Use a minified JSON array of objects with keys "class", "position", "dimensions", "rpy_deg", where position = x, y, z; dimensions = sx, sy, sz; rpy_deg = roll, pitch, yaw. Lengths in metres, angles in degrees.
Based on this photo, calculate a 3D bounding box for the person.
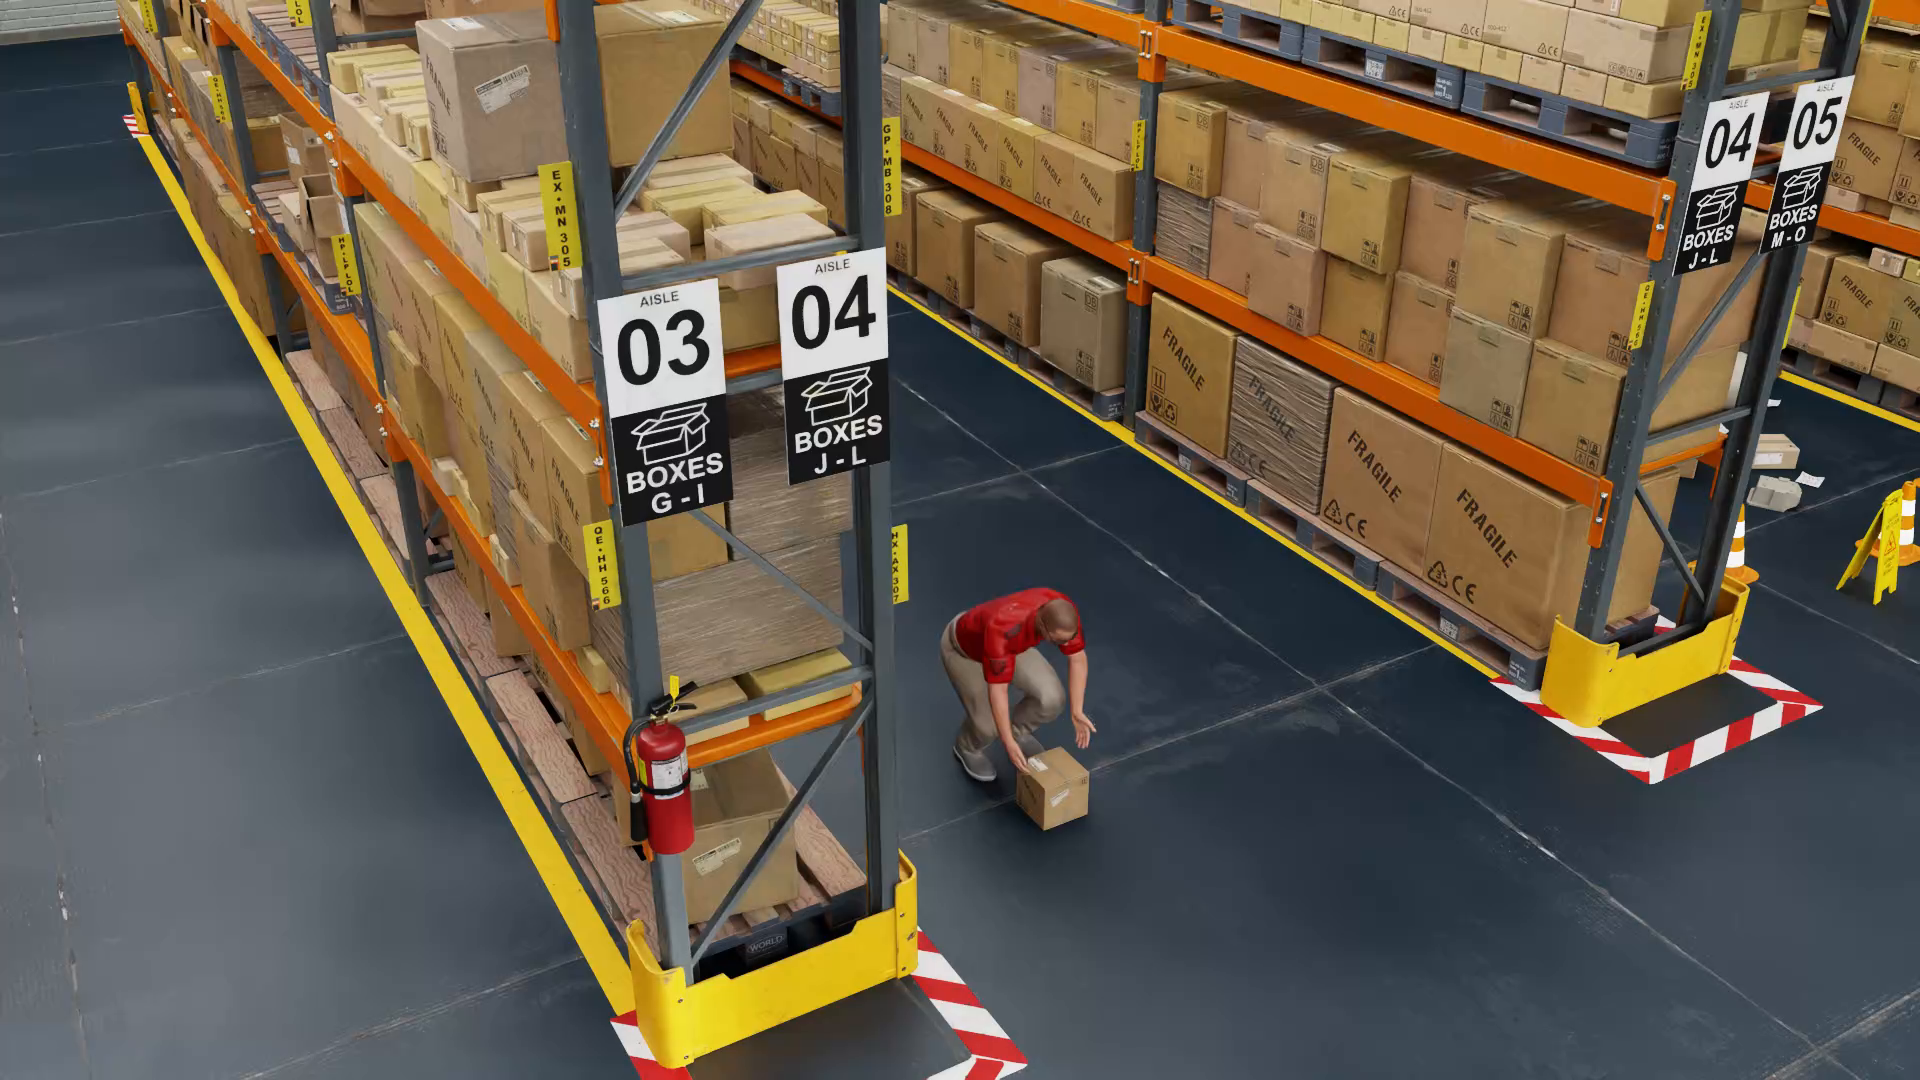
[{"class":"person","position":[0.274,0.638,8.065],"dimensions":[0.574,1.114,0.830],"rpy_deg":[-16,33,-26]}]
